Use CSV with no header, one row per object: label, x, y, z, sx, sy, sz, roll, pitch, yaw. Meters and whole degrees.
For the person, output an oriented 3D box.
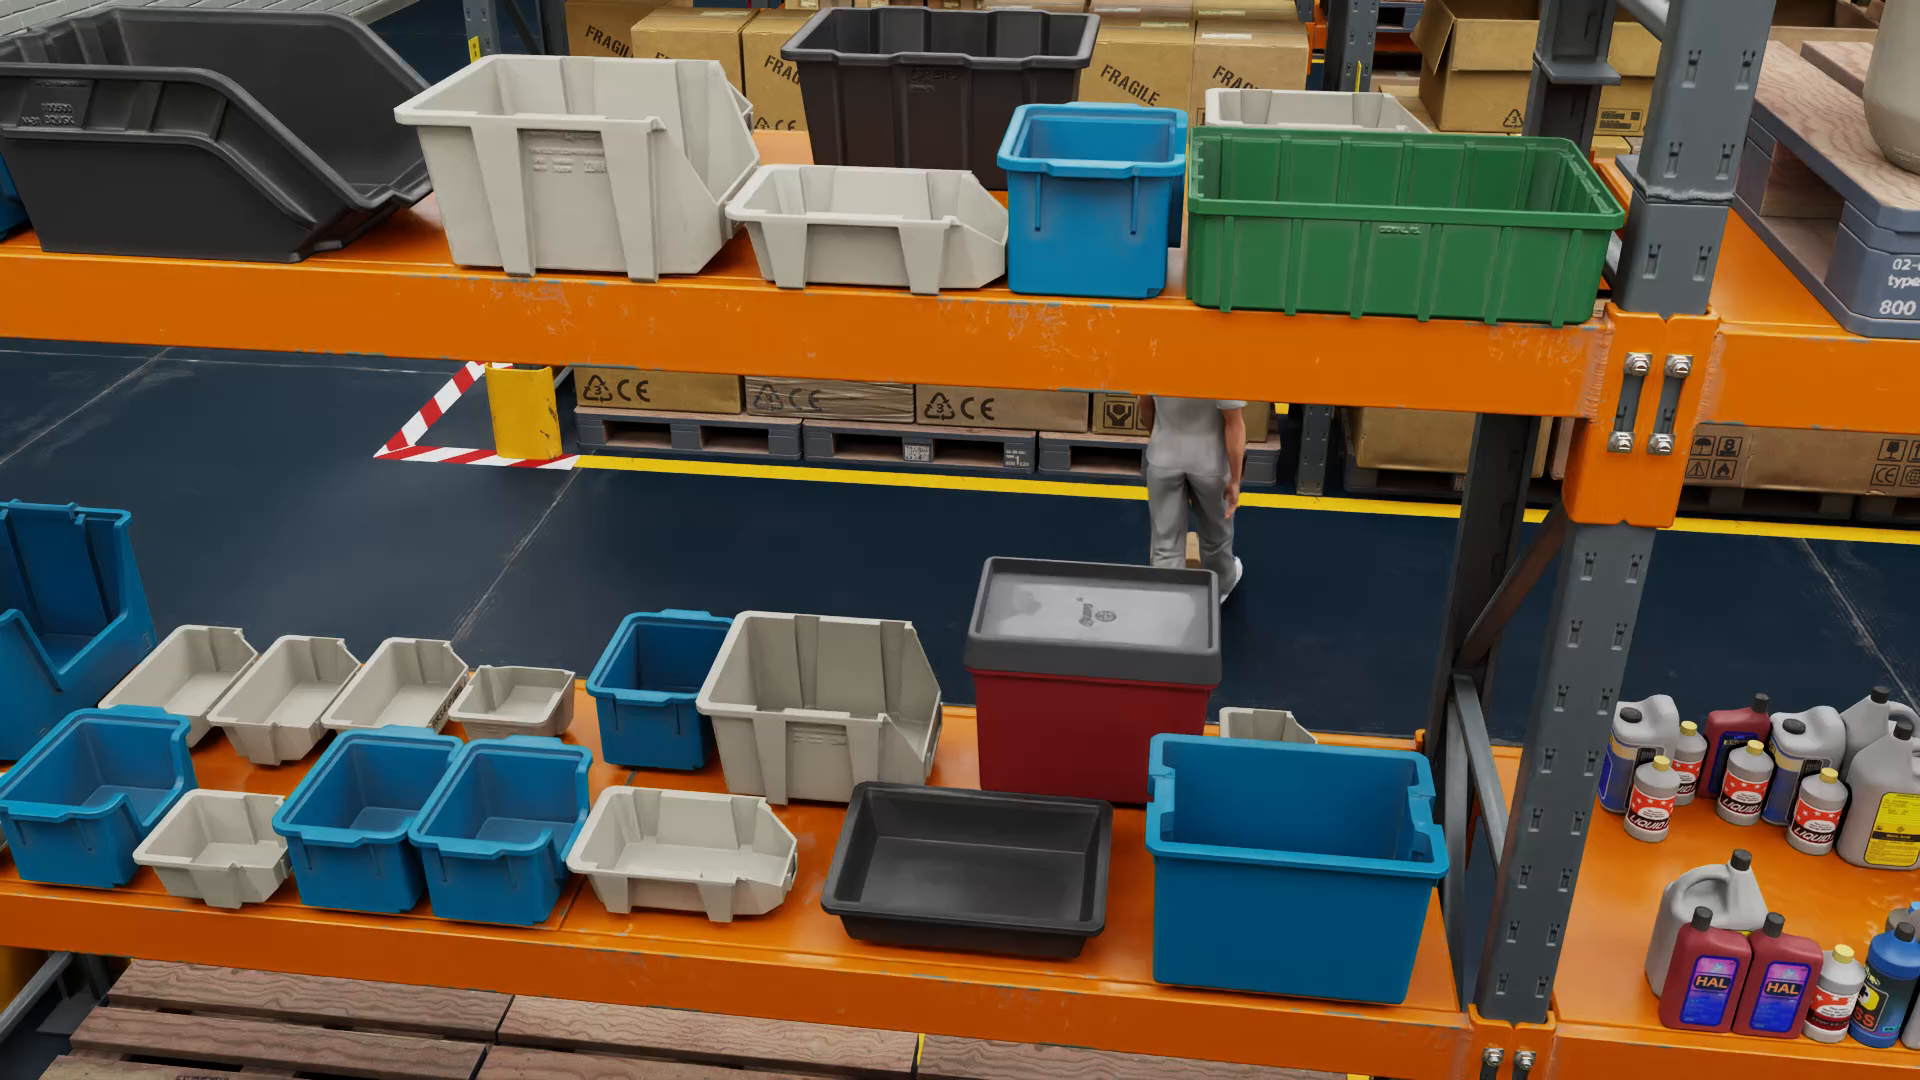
person,0.941,-0.351,6.744,0.454,1.640,0.904,8,29,14
